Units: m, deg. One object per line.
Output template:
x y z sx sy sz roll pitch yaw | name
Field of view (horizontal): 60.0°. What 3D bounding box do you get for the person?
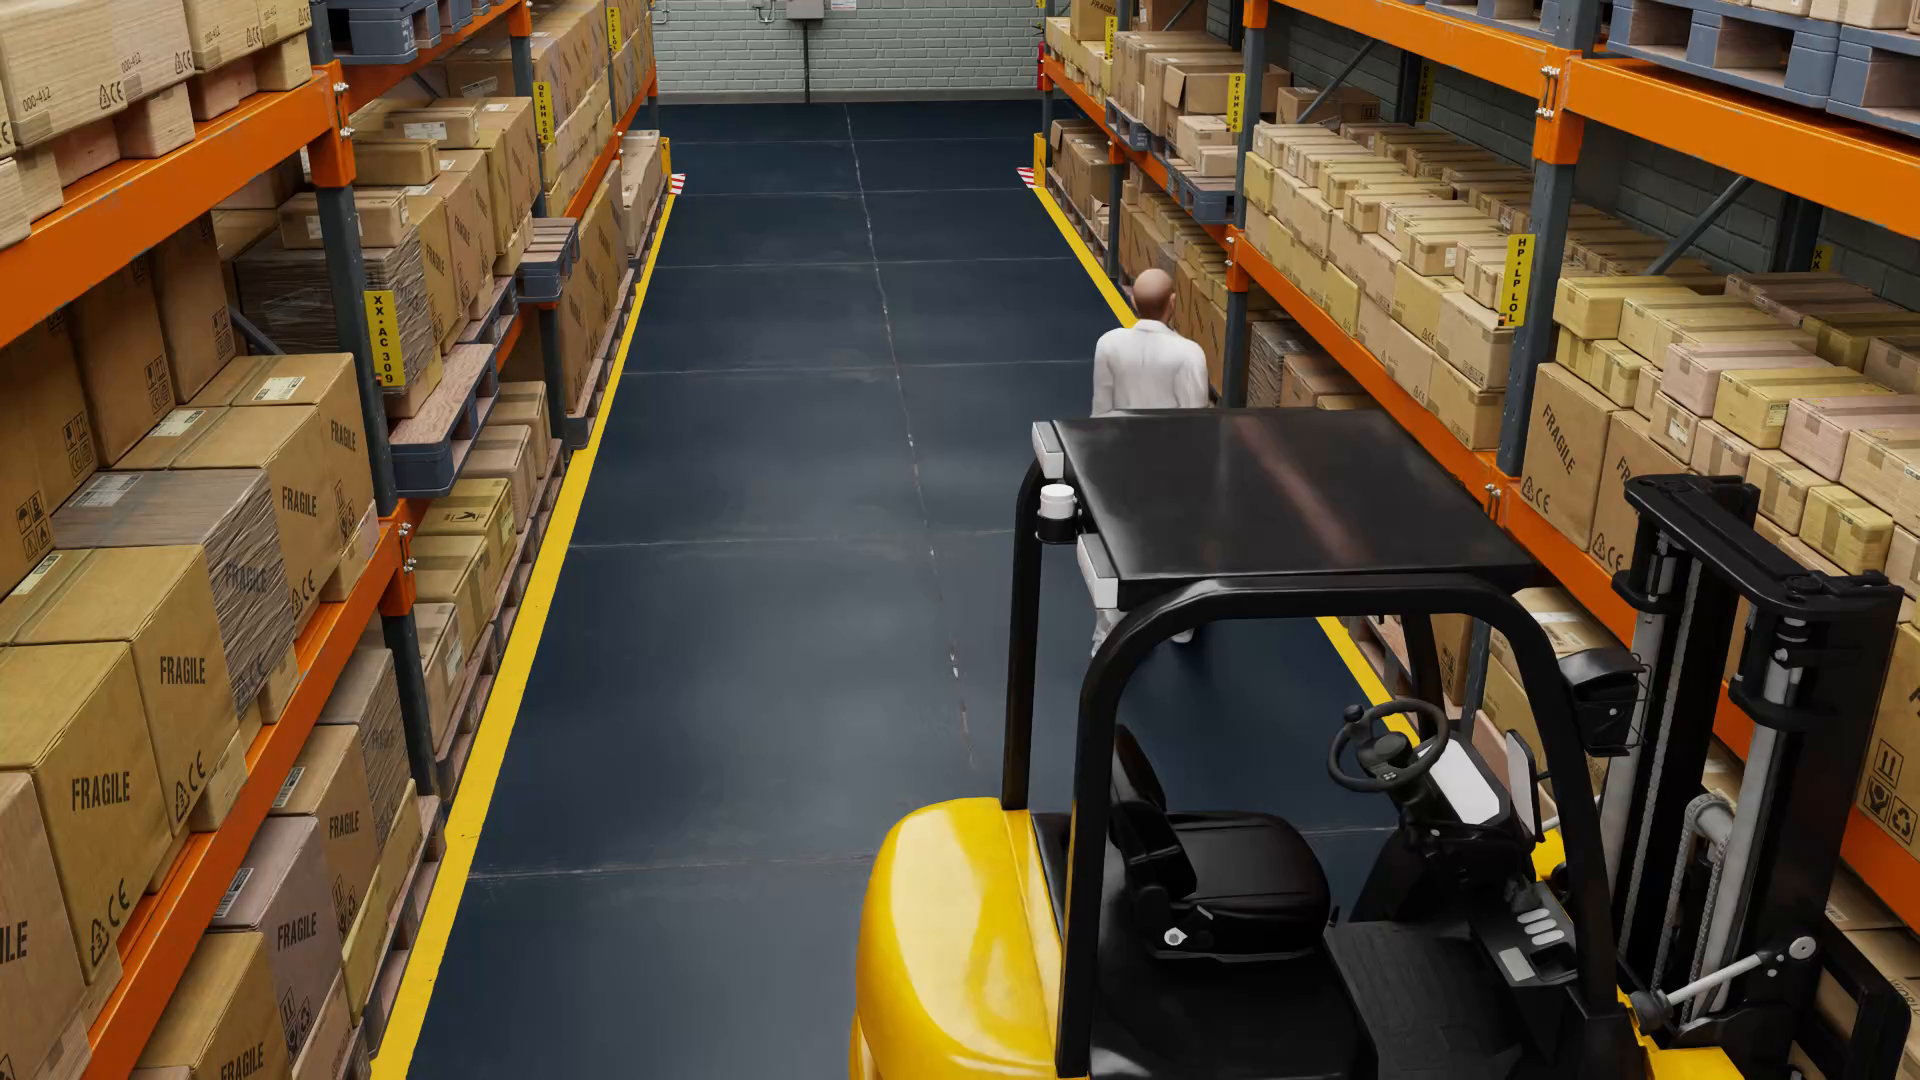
0.883 -0.349 7.416 0.611 1.773 0.765 14 27 29 | person
